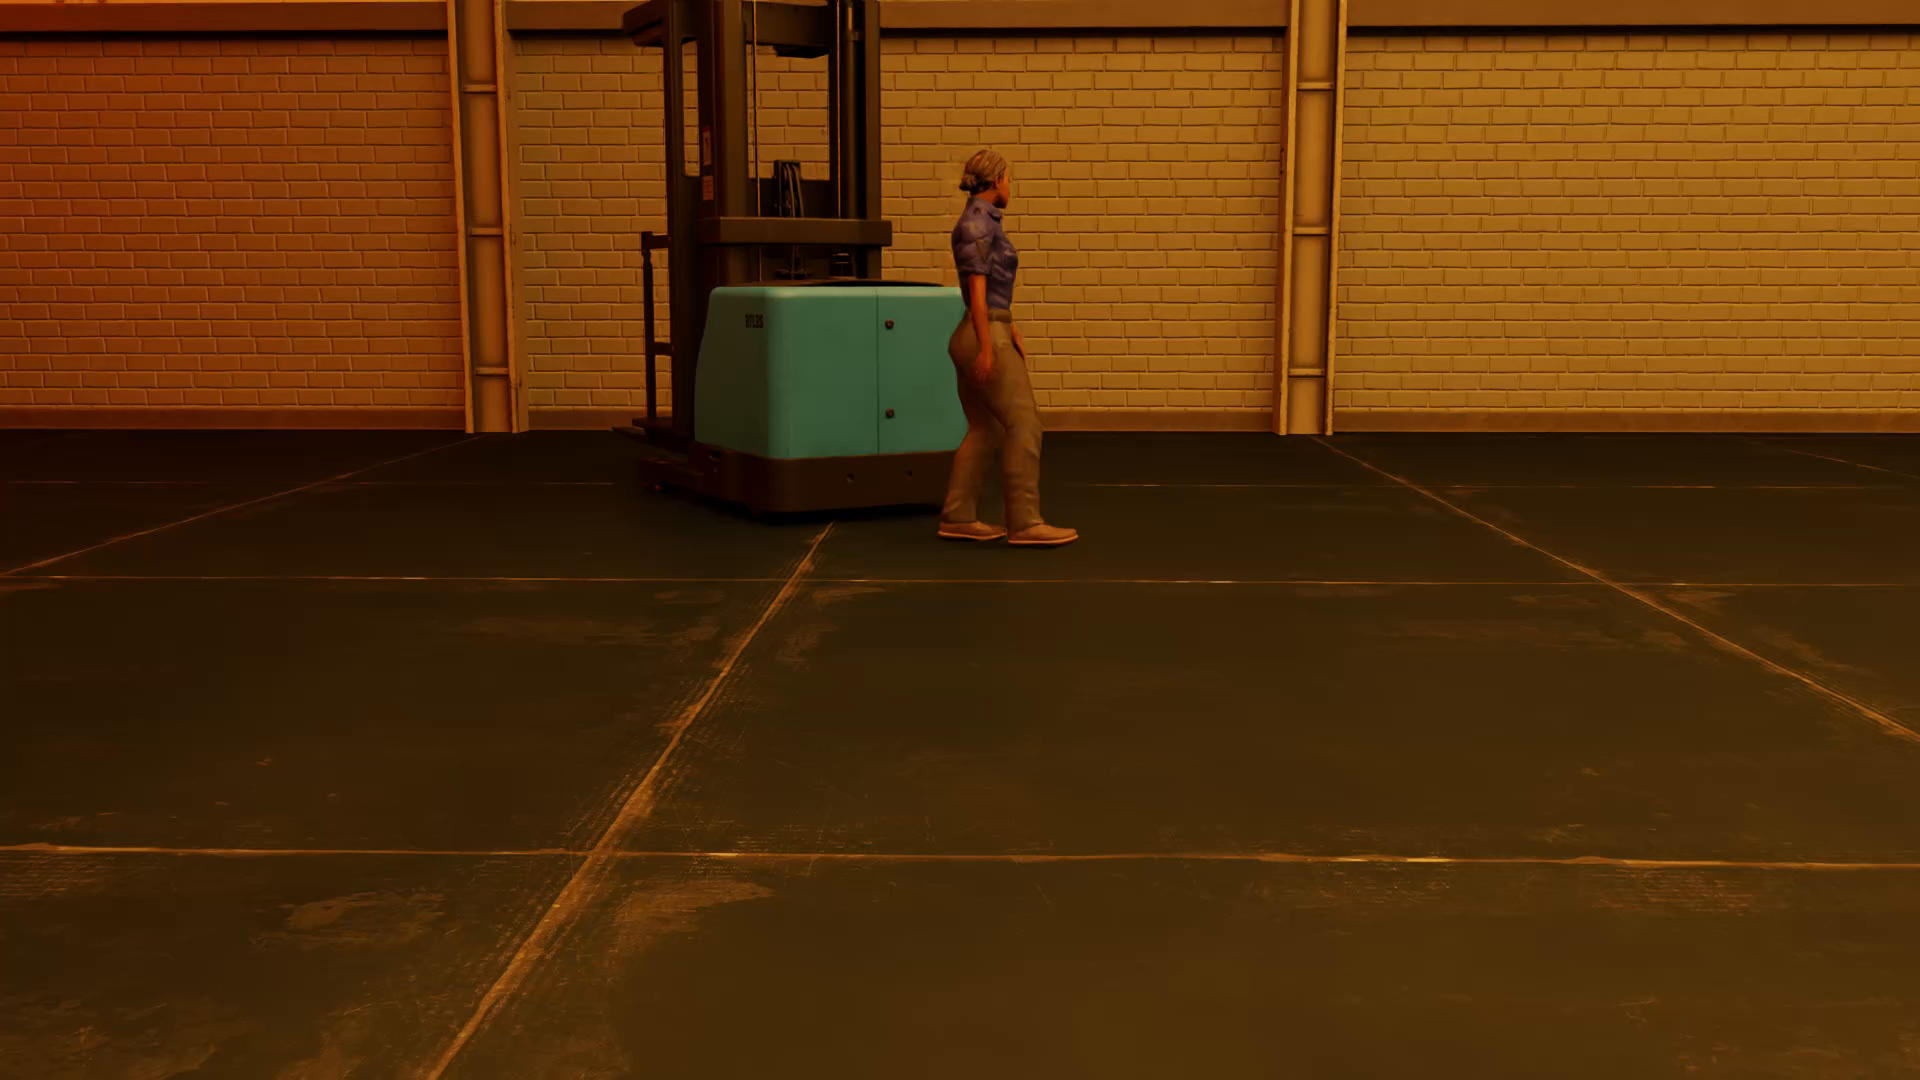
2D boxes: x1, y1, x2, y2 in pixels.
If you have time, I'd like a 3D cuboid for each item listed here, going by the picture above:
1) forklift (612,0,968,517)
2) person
[{"bbox_3d":[-1.095,-1.735,8.779,1.130,2.935,3.031,-5,10,-28],"label":"forklift"},{"bbox_3d":[0.190,-0.808,7.007,0.563,1.638,0.597,-1,9,-6],"label":"person"}]
